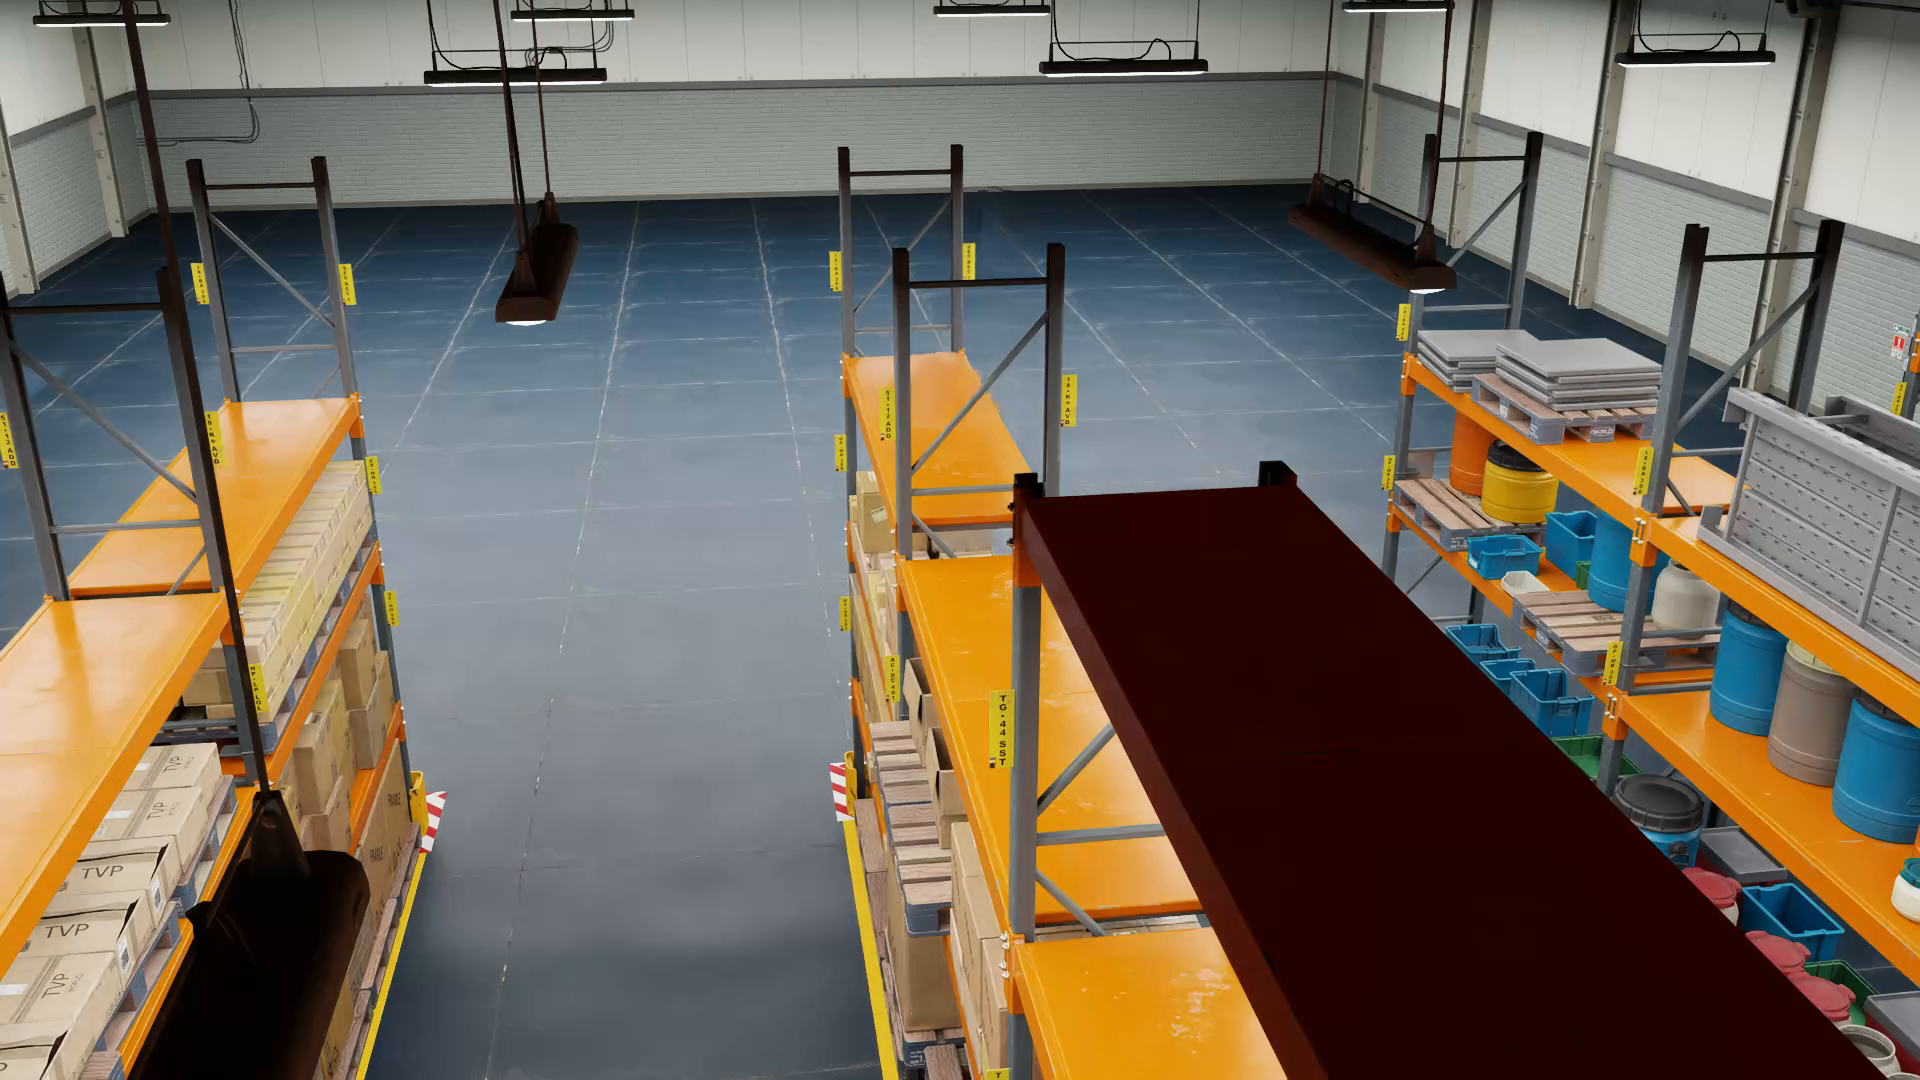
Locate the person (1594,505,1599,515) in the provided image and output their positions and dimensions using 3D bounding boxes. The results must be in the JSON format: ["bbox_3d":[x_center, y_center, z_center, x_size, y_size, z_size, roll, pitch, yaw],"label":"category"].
[{"bbox_3d":[7.154,0.324,18.591,0.840,1.667,0.569,11,24,26],"label":"person"}]
